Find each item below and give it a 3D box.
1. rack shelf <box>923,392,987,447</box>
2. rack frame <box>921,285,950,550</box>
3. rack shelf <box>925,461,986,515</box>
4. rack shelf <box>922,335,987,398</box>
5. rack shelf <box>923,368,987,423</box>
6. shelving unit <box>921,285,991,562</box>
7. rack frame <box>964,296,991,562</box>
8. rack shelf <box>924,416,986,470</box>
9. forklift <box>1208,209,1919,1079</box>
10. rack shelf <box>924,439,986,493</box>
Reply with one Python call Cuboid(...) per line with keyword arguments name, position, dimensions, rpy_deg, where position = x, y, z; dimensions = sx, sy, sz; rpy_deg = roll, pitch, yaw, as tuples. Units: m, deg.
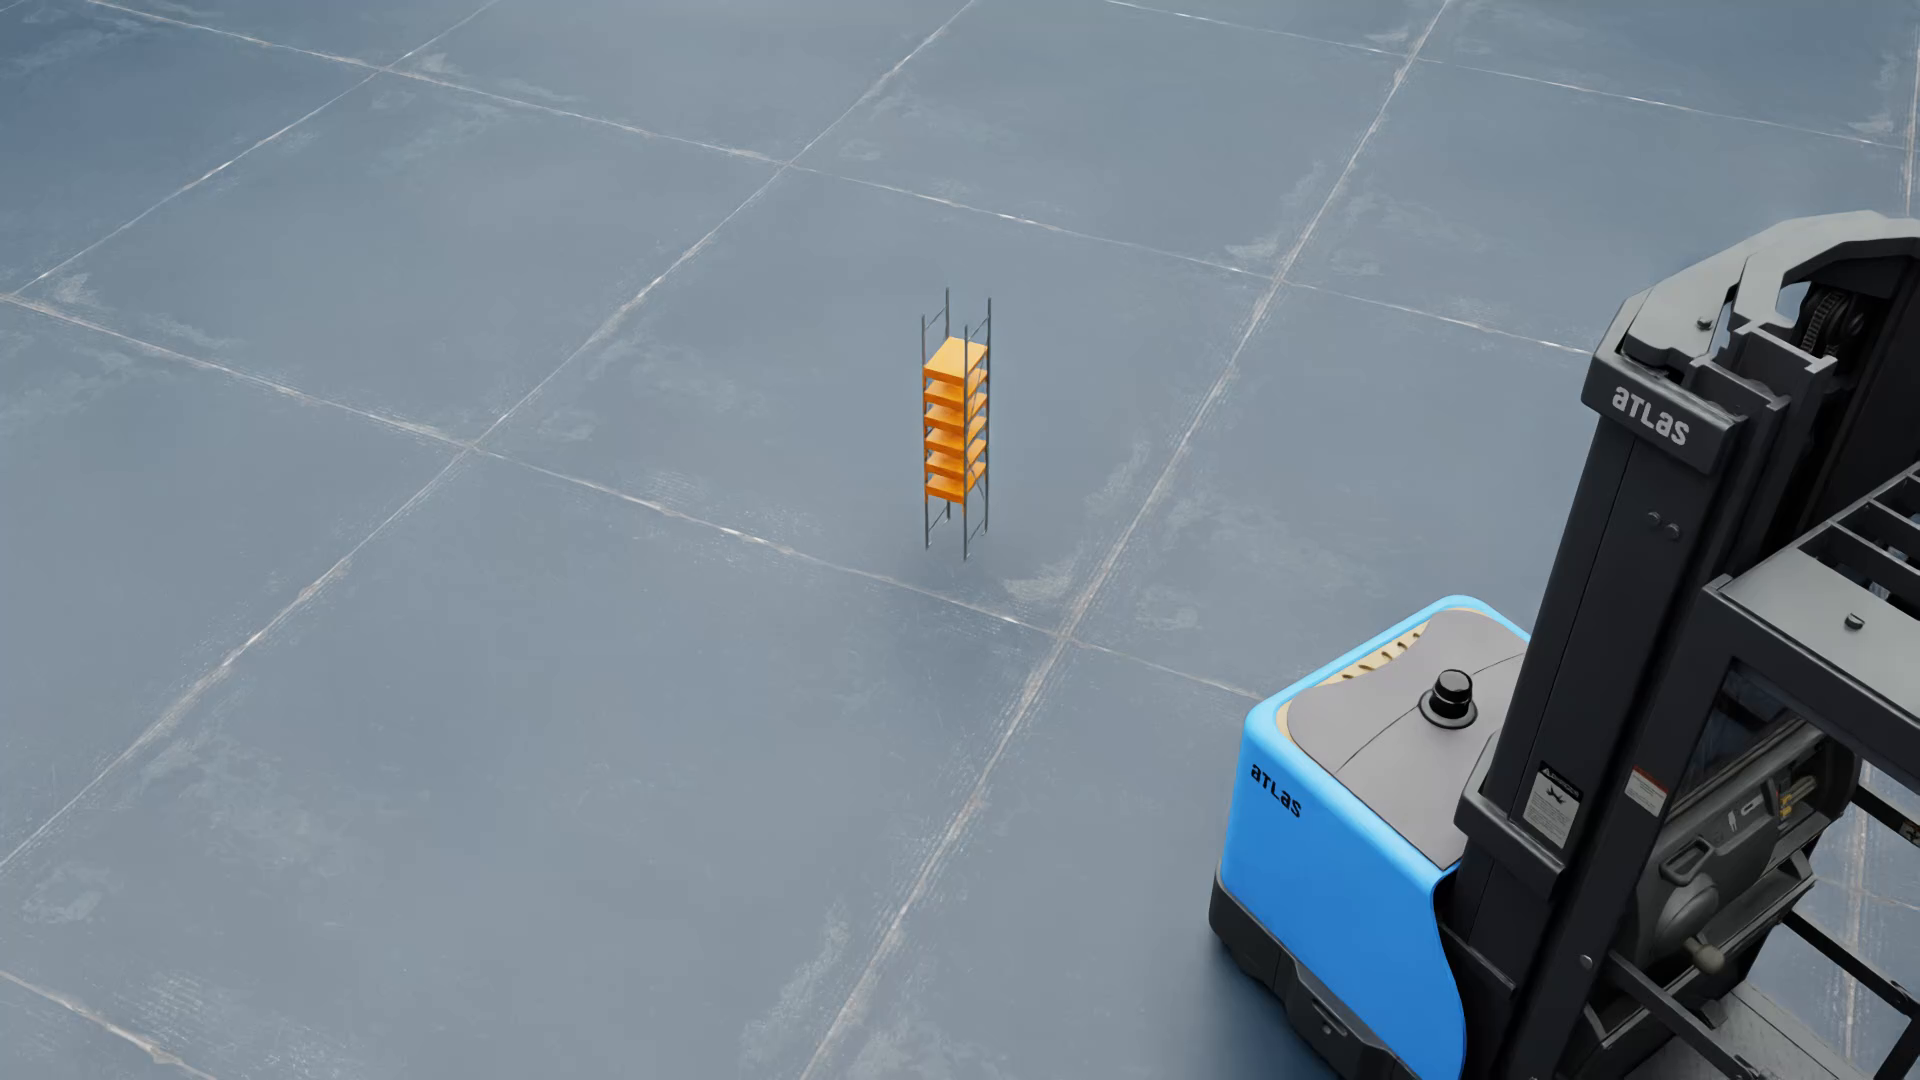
Cuboid(name="rack shelf", position=(-0.013, -0.514, 6.812), dimensions=(0.180, 0.103, 0.258), rpy_deg=(17, 44, 19))
Cuboid(name="rack frame", position=(-0.096, -0.483, 6.891), dimensions=(0.006, 1.200, 0.240), rpy_deg=(17, 44, 19))
Cuboid(name="rack shelf", position=(-0.013, -0.242, 7.048), dimensions=(0.180, 0.103, 0.258), rpy_deg=(17, 44, 19))
Cuboid(name="rack shelf", position=(-0.013, -0.696, 6.655), dimensions=(0.180, 0.103, 0.258), rpy_deg=(17, 44, 19))
Cuboid(name="rack shelf", position=(-0.013, -0.605, 6.734), dimensions=(0.180, 0.103, 0.258), rpy_deg=(17, 44, 19))
Cuboid(name="shelving unit", position=(-0.013, -0.457, 6.862), dimensions=(0.189, 1.200, 0.258), rpy_deg=(17, 44, 19))
Cuboid(name="rack frame", position=(0.070, -0.432, 6.832), dimensions=(0.006, 1.200, 0.240), rpy_deg=(17, 44, 19))
Cuboid(name="rack shelf", position=(-0.013, -0.424, 6.891), dimensions=(0.180, 0.103, 0.258), rpy_deg=(17, 44, 19))
Cuboid(name="forklift", position=(2.109, 0.828, 4.057), dimensions=(1.130, 2.935, 3.031), rpy_deg=(-25, 47, -26))
Cuboid(name="rack shelf", position=(-0.013, -0.333, 6.969), dimensions=(0.180, 0.103, 0.258), rpy_deg=(17, 44, 19))
